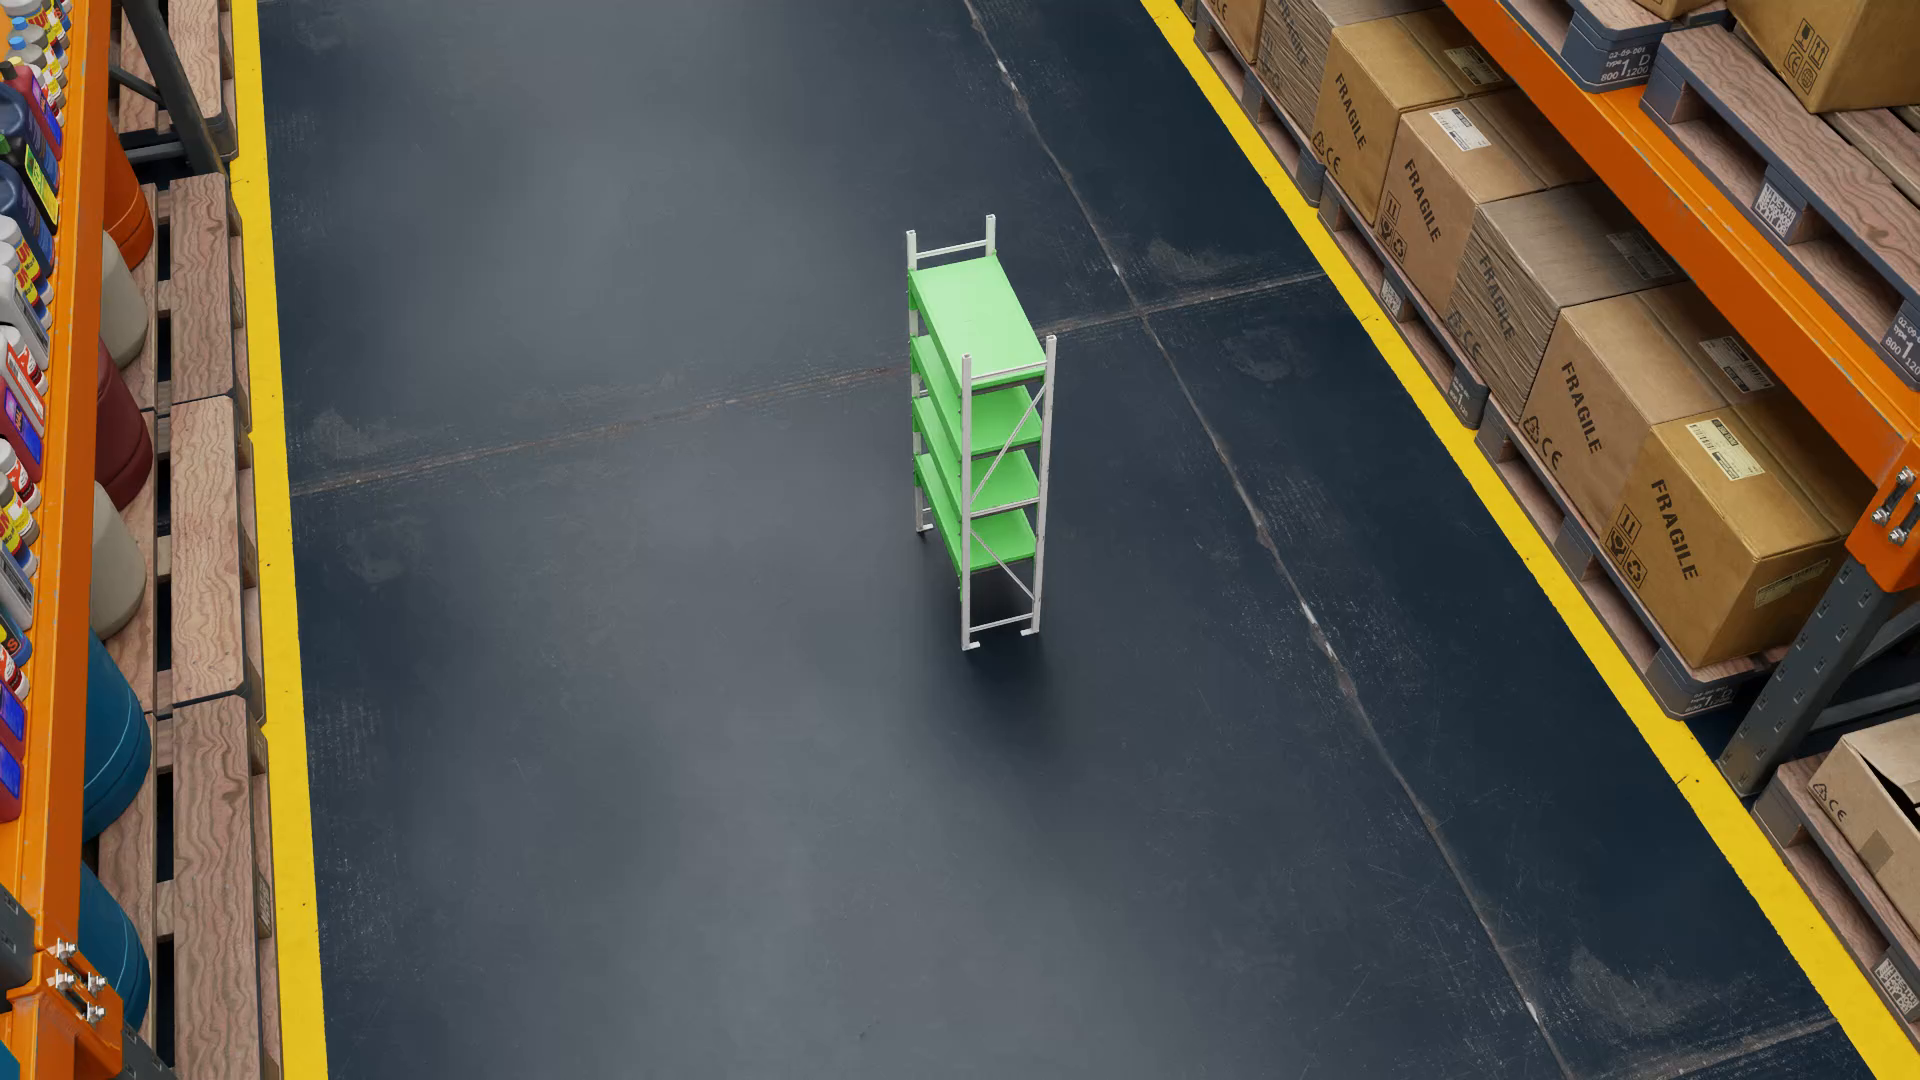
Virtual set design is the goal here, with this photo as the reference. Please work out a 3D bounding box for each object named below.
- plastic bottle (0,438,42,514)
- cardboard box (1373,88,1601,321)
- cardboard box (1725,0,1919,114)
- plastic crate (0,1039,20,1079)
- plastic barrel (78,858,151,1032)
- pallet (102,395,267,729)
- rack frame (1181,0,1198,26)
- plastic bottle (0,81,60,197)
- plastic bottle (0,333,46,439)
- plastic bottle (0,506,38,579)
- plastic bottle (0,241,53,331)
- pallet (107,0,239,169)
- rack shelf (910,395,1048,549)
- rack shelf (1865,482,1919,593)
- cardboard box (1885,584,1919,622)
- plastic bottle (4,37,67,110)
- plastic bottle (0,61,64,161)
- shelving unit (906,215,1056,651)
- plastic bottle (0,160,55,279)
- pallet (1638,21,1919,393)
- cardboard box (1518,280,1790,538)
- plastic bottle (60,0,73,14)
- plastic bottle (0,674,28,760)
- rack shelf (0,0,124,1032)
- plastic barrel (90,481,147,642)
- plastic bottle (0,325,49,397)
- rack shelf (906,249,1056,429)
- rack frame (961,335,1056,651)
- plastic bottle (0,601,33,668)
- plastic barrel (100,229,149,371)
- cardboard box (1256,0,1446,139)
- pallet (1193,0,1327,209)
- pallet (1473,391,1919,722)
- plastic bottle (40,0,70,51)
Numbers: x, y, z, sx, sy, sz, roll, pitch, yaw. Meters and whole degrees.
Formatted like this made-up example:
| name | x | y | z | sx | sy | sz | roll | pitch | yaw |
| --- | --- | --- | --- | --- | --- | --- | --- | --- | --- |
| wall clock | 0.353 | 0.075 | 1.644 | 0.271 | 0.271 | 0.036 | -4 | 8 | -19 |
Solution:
| name | x | y | z | sx | sy | sz | roll | pitch | yaw |
| --- | --- | --- | --- | --- | --- | --- | --- | --- | --- |
| plastic bottle | -2.047 | -0.144 | 3.539 | 0.097 | 0.201 | 0.097 | 0 | 50 | 0 |
| cardboard box | 1.774 | -1.132 | 5.590 | 0.500 | 0.500 | 0.500 | -15 | 51 | -12 |
| cardboard box | 2.442 | -1.453 | 4.173 | 0.700 | 0.500 | 0.500 | -6 | 50 | -5 |
| plastic crate | -1.636 | 0.966 | 2.445 | 0.392 | 0.384 | 0.575 | -13 | 51 | -11 |
| plastic barrel | -2.245 | 0.856 | 3.664 | 0.600 | 0.901 | 0.708 | -13 | 51 | -11 |
| pallet | -2.653 | 0.150 | 4.986 | 1.003 | 0.211 | 1.213 | -13 | 51 | -11 |
| rack frame | 1.450 | -3.322 | 6.089 | 1.000 | 3.000 | 0.127 | -13 | 51 | -11 |
| plastic bottle | -2.411 | -1.029 | 4.188 | 0.144 | 0.351 | 0.185 | -13 | 51 | -11 |
| plastic bottle | -2.147 | -0.344 | 3.659 | 0.152 | 0.276 | 0.135 | -13 | 51 | -11 |
| plastic bottle | -1.989 | -0.024 | 3.393 | 0.097 | 0.271 | 0.097 | 0 | 50 | 0 |
| plastic bottle | -2.224 | -0.603 | 3.880 | 0.097 | 0.271 | 0.097 | 0 | 50 | 0 |
| pallet | -3.475 | -1.881 | 6.697 | 1.003 | 0.211 | 1.213 | -13 | 51 | -11 |
| rack shelf | 0.049 | -0.225 | 4.738 | 0.258 | 0.148 | 0.480 | -13 | 51 | -11 |
| rack shelf | 3.224 | 1.292 | 2.669 | 1.077 | 0.370 | 4.000 | -13 | 51 | -11 |
| cardboard box | 2.722 | -0.145 | 4.758 | 0.500 | 0.500 | 0.500 | -15 | 52 | -13 |
| plastic bottle | -2.498 | -1.258 | 4.479 | 0.097 | 0.201 | 0.097 | 0 | 50 | 0 |
| plastic bottle | -2.418 | -1.133 | 4.320 | 0.061 | 0.283 | 0.133 | -13 | 51 | -11 |
| shelving unit | 0.049 | -0.266 | 4.689 | 0.258 | 1.200 | 0.503 | -13 | 51 | -11 |
| plastic bottle | -2.317 | -0.797 | 3.992 | 0.144 | 0.351 | 0.185 | -13 | 51 | -11 |
| pallet | 2.501 | -0.947 | 4.212 | 1.003 | 0.211 | 1.213 | -13 | 51 | -11 |
| cardboard box | 2.075 | -0.395 | 4.968 | 0.500 | 0.500 | 0.500 | -13 | 51 | -11 |
| plastic bottle | -2.642 | -1.614 | 4.778 | 0.097 | 0.201 | 0.097 | 0 | 50 | 0 |
| plastic bottle | -1.841 | 0.293 | 3.118 | 0.061 | 0.283 | 0.133 | -13 | 51 | -11 |
| rack shelf | -2.692 | -0.512 | 4.190 | 1.077 | 0.370 | 4.000 | -13 | 51 | -11 |
| plastic barrel | -2.536 | 0.032 | 4.613 | 0.421 | 0.512 | 0.421 | 0 | 50 | 0 |
| plastic bottle | -2.155 | -0.411 | 3.764 | 0.097 | 0.201 | 0.097 | 0 | 50 | 0 |
| rack shelf | 0.049 | -0.534 | 4.371 | 0.258 | 0.148 | 0.480 | -13 | 51 | -11 |
| rack frame | 0.121 | -0.088 | 4.539 | 0.240 | 1.200 | 0.015 | -13 | 51 | -11 |
| plastic bottle | -1.921 | 0.145 | 3.250 | 0.097 | 0.271 | 0.097 | 0 | 50 | 0 |
| plastic barrel | -2.870 | -0.793 | 5.309 | 0.421 | 0.512 | 0.421 | 0 | 50 | 0 |
| cardboard box | 1.472 | -1.880 | 6.220 | 0.500 | 0.500 | 0.500 | -15 | 51 | -12 |
| pallet | 1.634 | -1.869 | 6.688 | 1.003 | 0.211 | 1.213 | -13 | 51 | -11 |
| pallet | 2.356 | -0.087 | 5.186 | 1.003 | 0.211 | 1.213 | -13 | 51 | -11 |
| plastic bottle | -2.585 | -1.472 | 4.659 | 0.097 | 0.201 | 0.097 | 0 | 50 | 0 |
